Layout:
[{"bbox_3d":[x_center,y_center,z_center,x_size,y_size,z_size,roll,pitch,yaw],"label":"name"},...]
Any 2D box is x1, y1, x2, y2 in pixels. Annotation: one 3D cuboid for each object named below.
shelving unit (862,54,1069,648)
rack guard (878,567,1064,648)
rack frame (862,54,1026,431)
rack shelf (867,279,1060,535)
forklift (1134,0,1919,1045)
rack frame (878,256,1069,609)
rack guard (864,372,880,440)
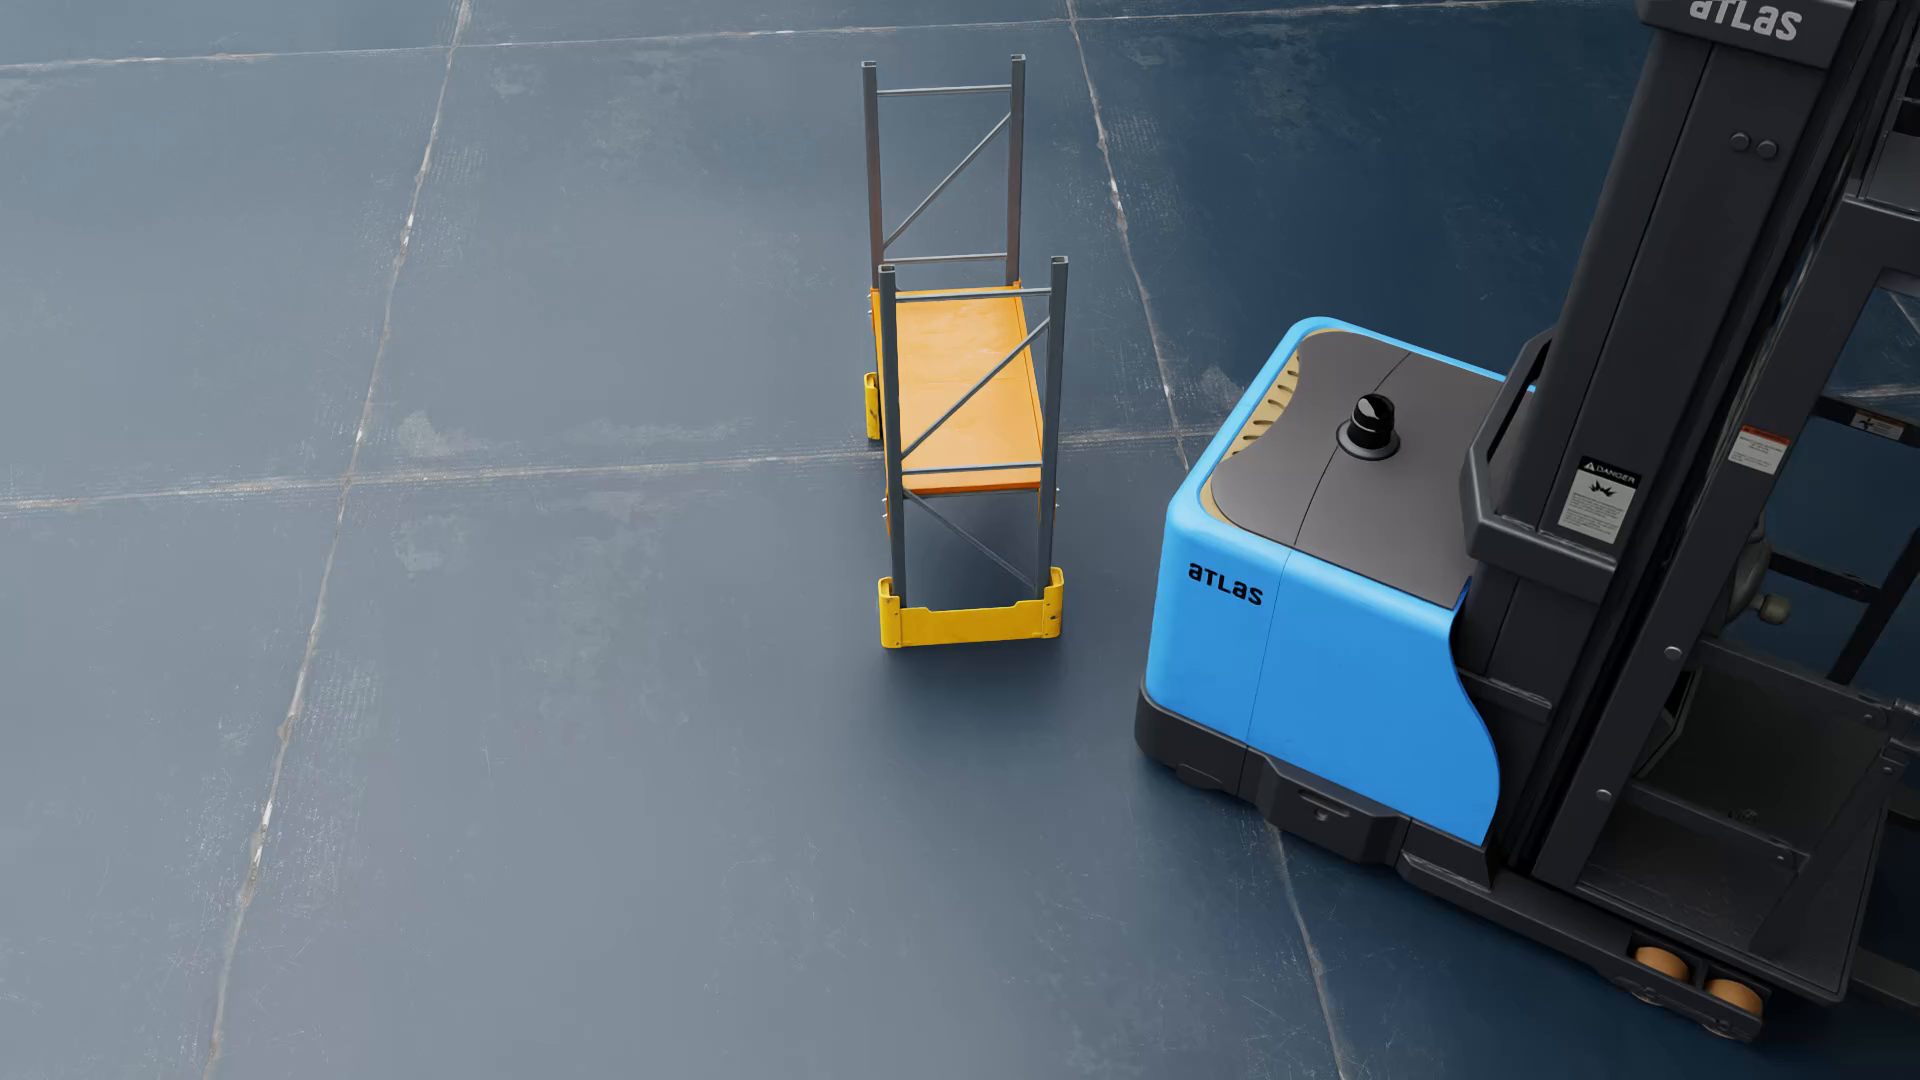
[{"bbox_3d":[-0.006,-0.571,5.258,0.587,1.500,1.083,-3,47,-3],"label":"shelving unit"},{"bbox_3d":[0.035,0.219,5.370,0.587,0.250,0.087,-3,47,-3],"label":"rack guard"},{"bbox_3d":[-0.050,-0.945,5.612,0.500,1.500,0.032,-3,47,-3],"label":"rack frame"},{"bbox_3d":[-0.007,-0.454,5.395,0.538,0.185,1.000,-3,47,-3],"label":"rack shelf"},{"bbox_3d":[2.067,-0.114,3.839,3.031,2.935,1.130,23,51,20],"label":"forklift"},{"bbox_3d":[0.035,-0.210,4.916,0.500,1.500,0.032,-3,47,-3],"label":"rack frame"},{"bbox_3d":[-0.048,-0.501,6.053,0.587,0.250,0.087,-3,47,-3],"label":"rack guard"}]
